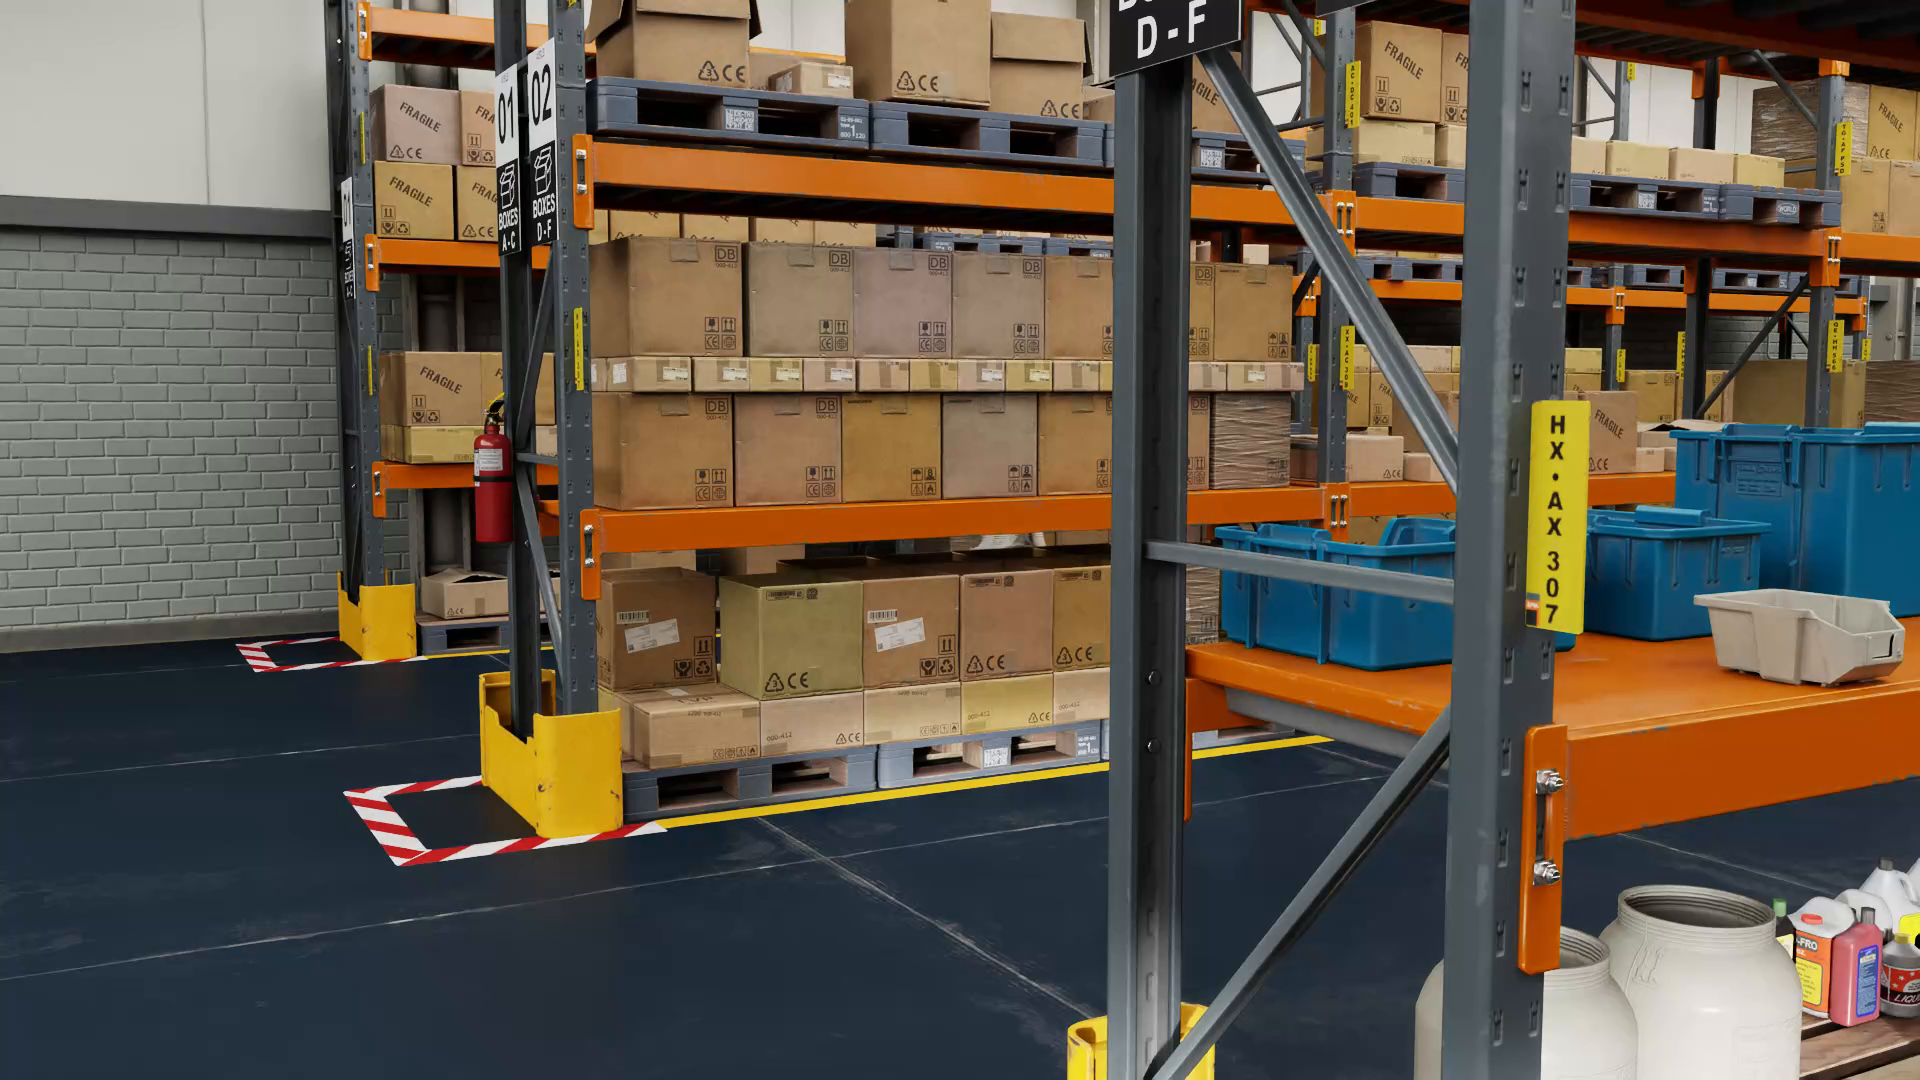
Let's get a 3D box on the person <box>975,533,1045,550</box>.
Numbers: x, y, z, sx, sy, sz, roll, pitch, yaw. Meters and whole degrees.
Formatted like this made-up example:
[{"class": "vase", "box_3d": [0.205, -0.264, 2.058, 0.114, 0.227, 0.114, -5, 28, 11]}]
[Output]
[{"class": "person", "box_3d": [0.382, 0.213, 12.465, 0.773, 0.948, 0.447, -5, 7, -42]}]
